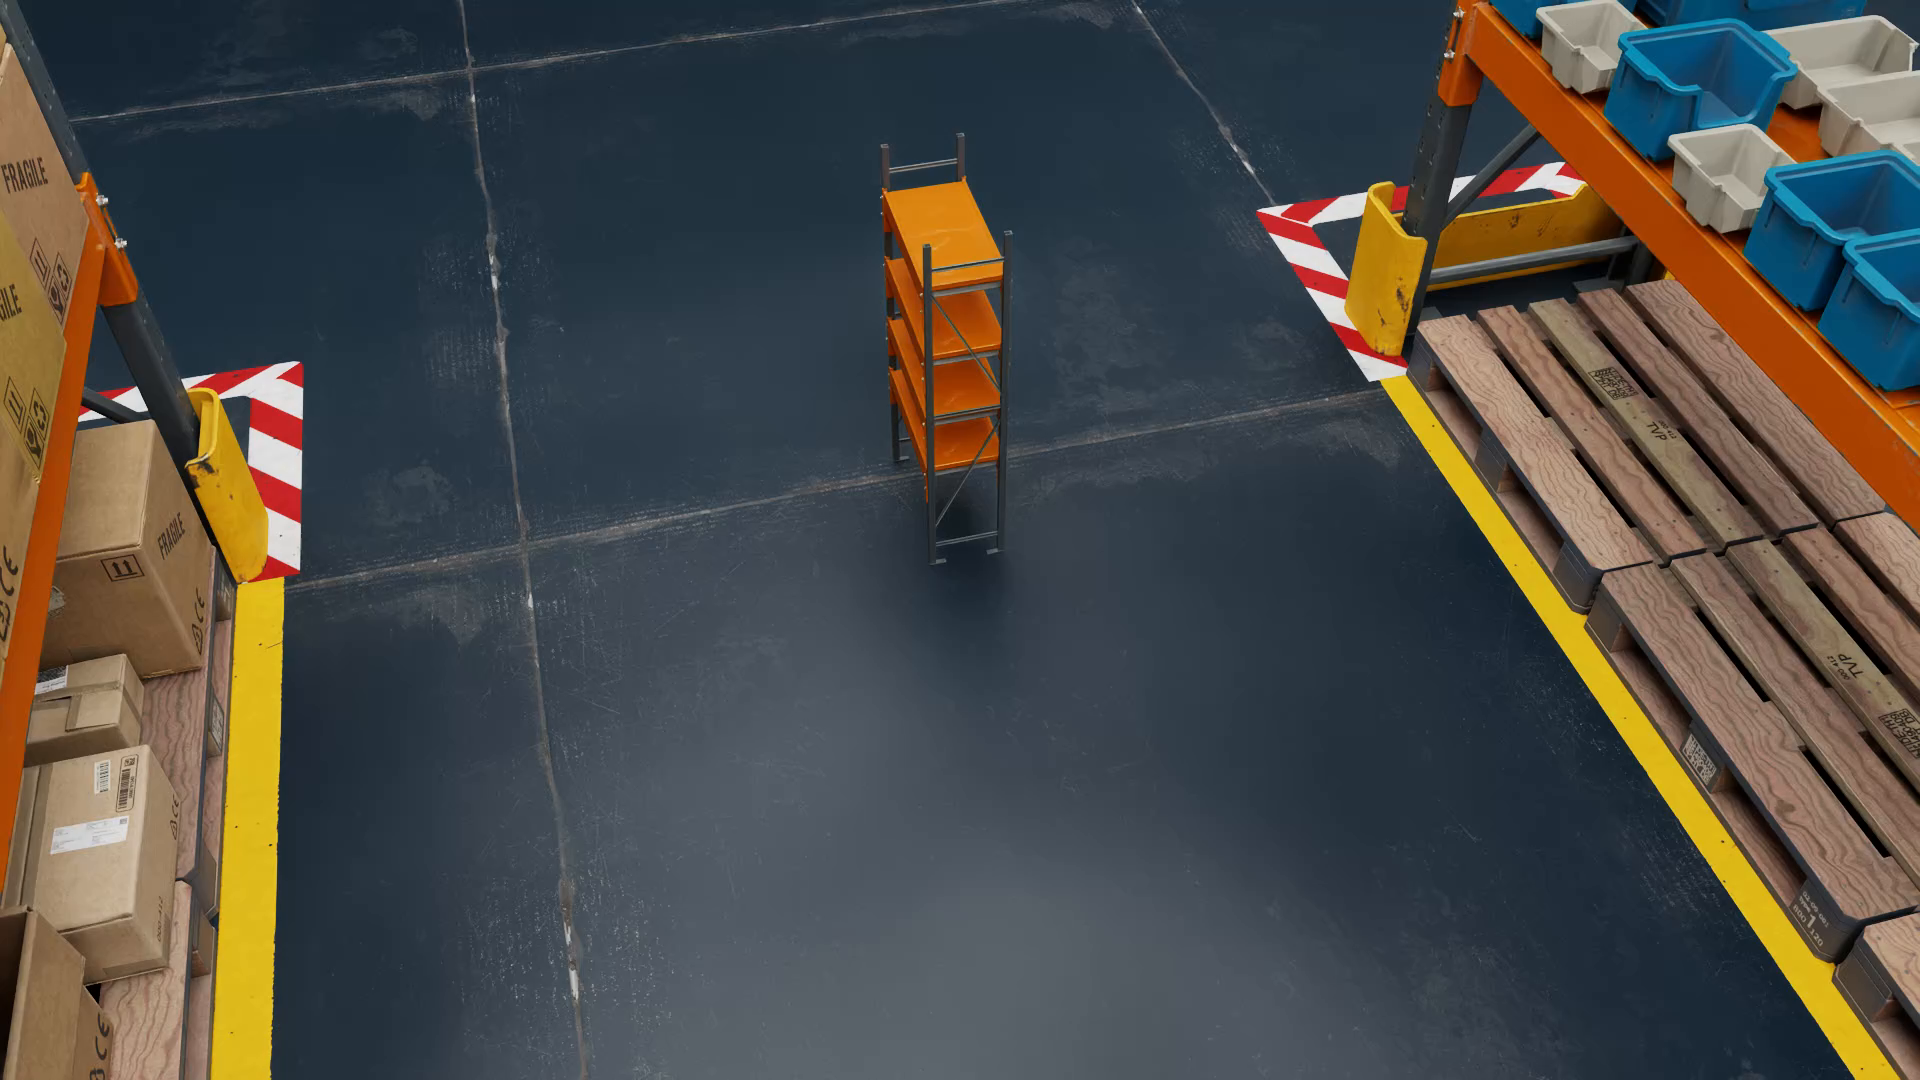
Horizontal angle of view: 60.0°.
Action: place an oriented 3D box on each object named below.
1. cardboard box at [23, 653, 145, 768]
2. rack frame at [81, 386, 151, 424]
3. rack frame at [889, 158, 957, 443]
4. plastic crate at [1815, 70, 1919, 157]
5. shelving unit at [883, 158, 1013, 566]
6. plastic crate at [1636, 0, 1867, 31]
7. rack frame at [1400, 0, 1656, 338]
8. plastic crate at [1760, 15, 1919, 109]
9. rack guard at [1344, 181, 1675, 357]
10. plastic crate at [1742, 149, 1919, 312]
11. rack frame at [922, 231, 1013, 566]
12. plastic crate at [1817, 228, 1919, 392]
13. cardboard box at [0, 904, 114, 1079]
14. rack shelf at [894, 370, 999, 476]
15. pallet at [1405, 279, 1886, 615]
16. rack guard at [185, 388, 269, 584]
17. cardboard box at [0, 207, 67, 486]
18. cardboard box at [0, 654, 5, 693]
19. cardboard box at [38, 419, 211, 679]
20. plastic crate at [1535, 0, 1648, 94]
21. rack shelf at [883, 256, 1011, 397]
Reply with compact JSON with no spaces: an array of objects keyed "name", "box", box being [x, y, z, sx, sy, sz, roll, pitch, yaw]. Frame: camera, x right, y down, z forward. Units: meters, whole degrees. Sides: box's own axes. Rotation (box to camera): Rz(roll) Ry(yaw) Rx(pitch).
[{"name":"cardboard box","box":[-2.378,0.468,4.367,0.380,0.166,0.250,-11,47,-10]},{"name":"rack frame","box":[-2.775,-0.995,4.125,0.949,2.616,0.053,-11,47,-10]},{"name":"rack frame","box":[-0.104,-0.703,5.099,0.228,1.046,0.006,-11,47,-10]},{"name":"plastic crate","box":[2.461,-1.095,4.365,0.396,0.136,0.243,-11,47,-10]},{"name":"shelving unit","box":[-0.042,-0.533,4.932,0.258,1.200,0.499,-11,47,-10]},{"name":"plastic crate","box":[2.283,-1.735,4.784,0.616,0.435,0.499,-11,47,-10]},{"name":"rack frame","box":[2.017,-1.899,5.011,1.000,3.000,0.127,-11,47,-10]},{"name":"plastic crate","box":[2.401,-1.298,4.564,0.396,0.136,0.243,-11,47,-10]},{"name":"rack guard","box":[1.998,-1.038,5.917,1.175,0.500,0.348,-11,47,-10]},{"name":"plastic crate","box":[2.099,-0.722,3.932,0.416,0.233,0.300,-11,47,-10]},{"name":"rack frame","box":[0.020,-0.366,4.768,0.240,1.200,0.015,-11,47,-10]},{"name":"plastic crate","box":[2.176,-0.514,3.729,0.416,0.233,0.300,-11,47,-10]},{"name":"cardboard box","box":[-2.234,1.189,3.424,0.797,0.503,0.637,-11,47,-10]},{"name":"rack shelf","box":[-0.042,-0.376,5.095,0.221,0.050,0.457,-11,47,-10]},{"name":"pallet","box":[2.191,-0.346,5.442,1.003,0.211,1.213,-11,47,-10]},{"name":"rack guard","box":[-2.753,-0.068,4.967,1.175,0.500,0.348,-11,47,-10]},{"name":"cardboard box","box":[-2.258,-0.414,3.485,0.500,0.500,0.500,-10,46,-10]},{"name":"cardboard box","box":[-2.007,0.280,2.806,0.500,0.500,0.500,-11,47,-11]},{"name":"cardboard box","box":[-2.395,0.056,4.538,0.500,0.500,0.500,-11,47,-10]},{"name":"plastic crate","box":[1.764,-1.360,4.626,0.250,0.136,0.298,-11,47,-10]},{"name":"rack shelf","box":[-0.042,-0.644,4.822,0.258,0.148,0.480,-11,47,-10]}]
